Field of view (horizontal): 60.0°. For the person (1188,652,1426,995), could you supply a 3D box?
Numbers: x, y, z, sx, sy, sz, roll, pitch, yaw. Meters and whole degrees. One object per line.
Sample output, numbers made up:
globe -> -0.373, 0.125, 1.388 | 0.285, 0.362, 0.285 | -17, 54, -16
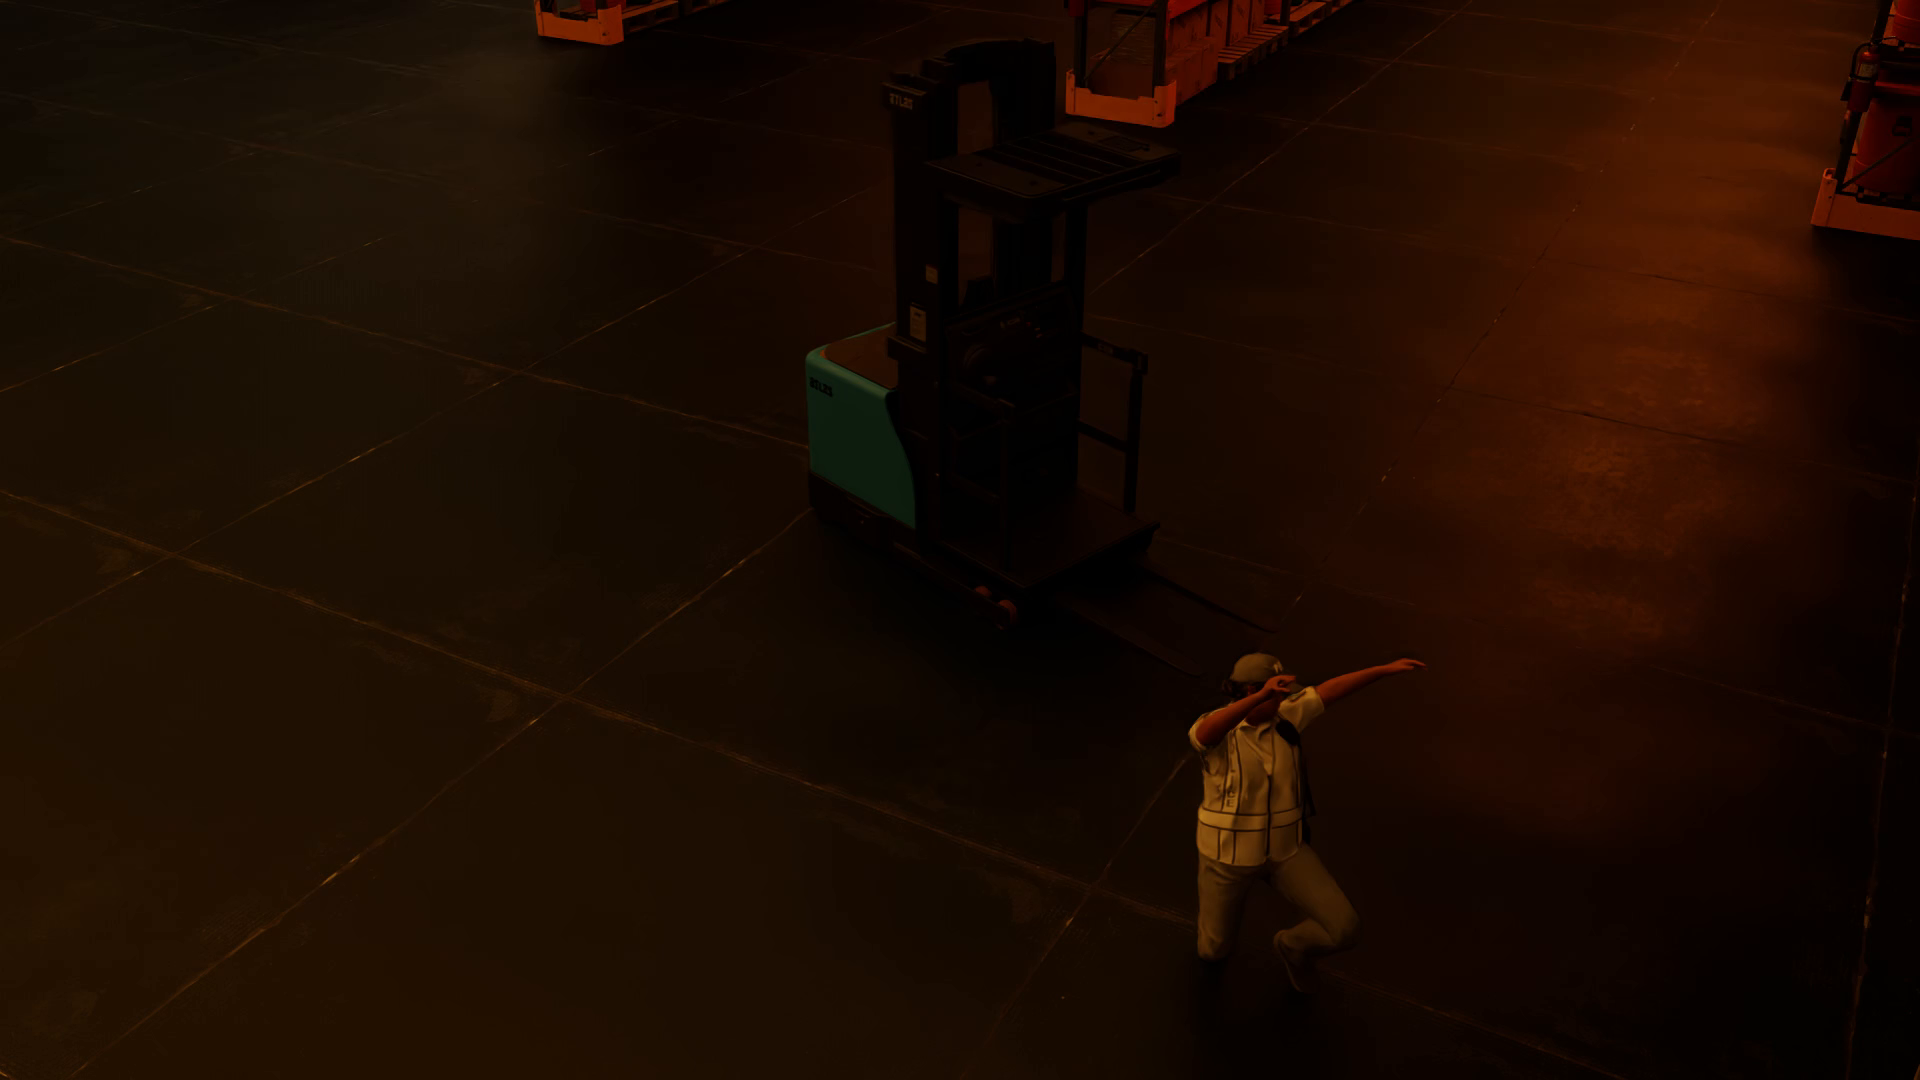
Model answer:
person -> 1.396, 1.113, 6.569 | 1.026, 1.569, 0.782 | -7, 31, -12

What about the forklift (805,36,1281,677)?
forklift -> 0.429, -1.062, 8.910 | 1.130, 2.935, 3.031 | -24, 38, -35
